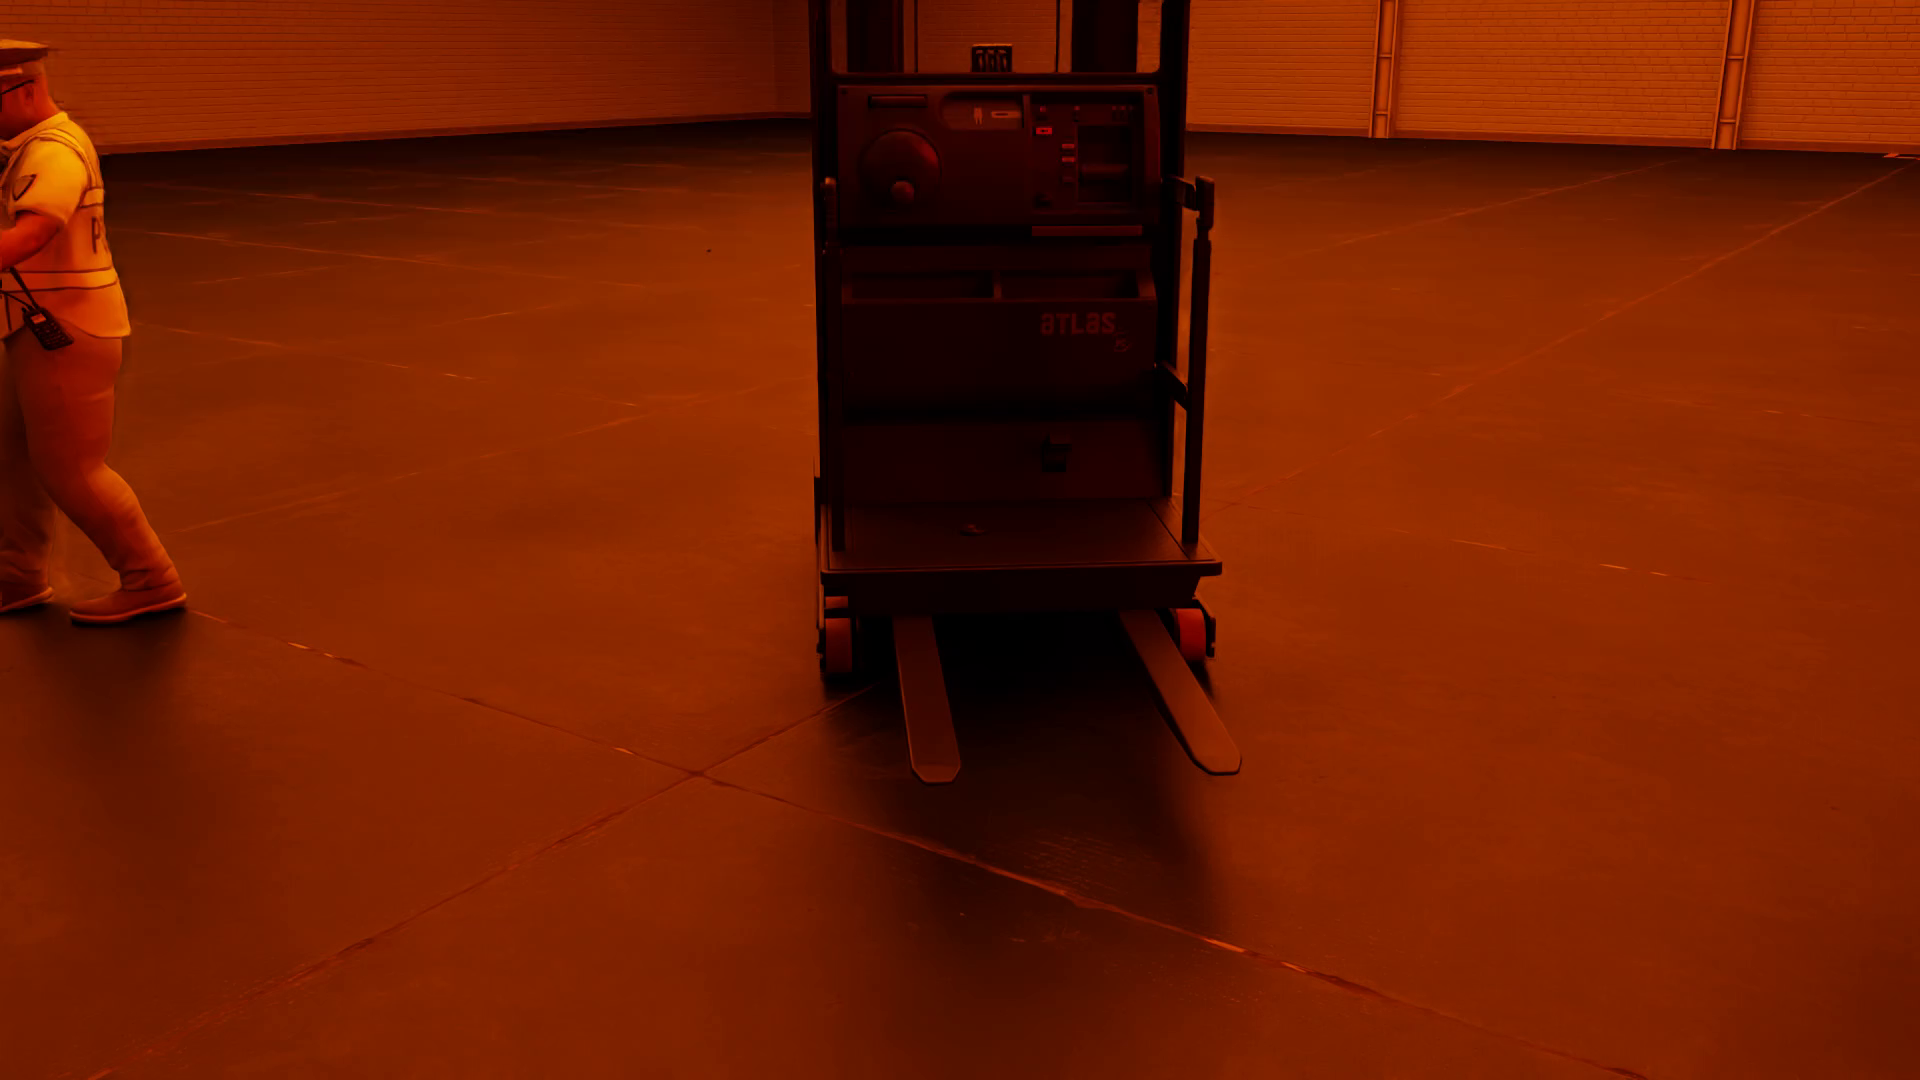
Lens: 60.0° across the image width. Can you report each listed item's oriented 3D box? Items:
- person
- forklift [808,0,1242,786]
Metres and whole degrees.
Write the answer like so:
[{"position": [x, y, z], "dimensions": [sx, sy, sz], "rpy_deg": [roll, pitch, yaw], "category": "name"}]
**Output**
[{"position": [-2.802, -0.578, 4.961], "dimensions": [0.694, 1.756, 1.011], "rpy_deg": [-7, 18, -24], "category": "person"}, {"position": [0.133, -1.123, 4.587], "dimensions": [1.130, 2.935, 3.031], "rpy_deg": [-1, 17, -5], "category": "forklift"}]
